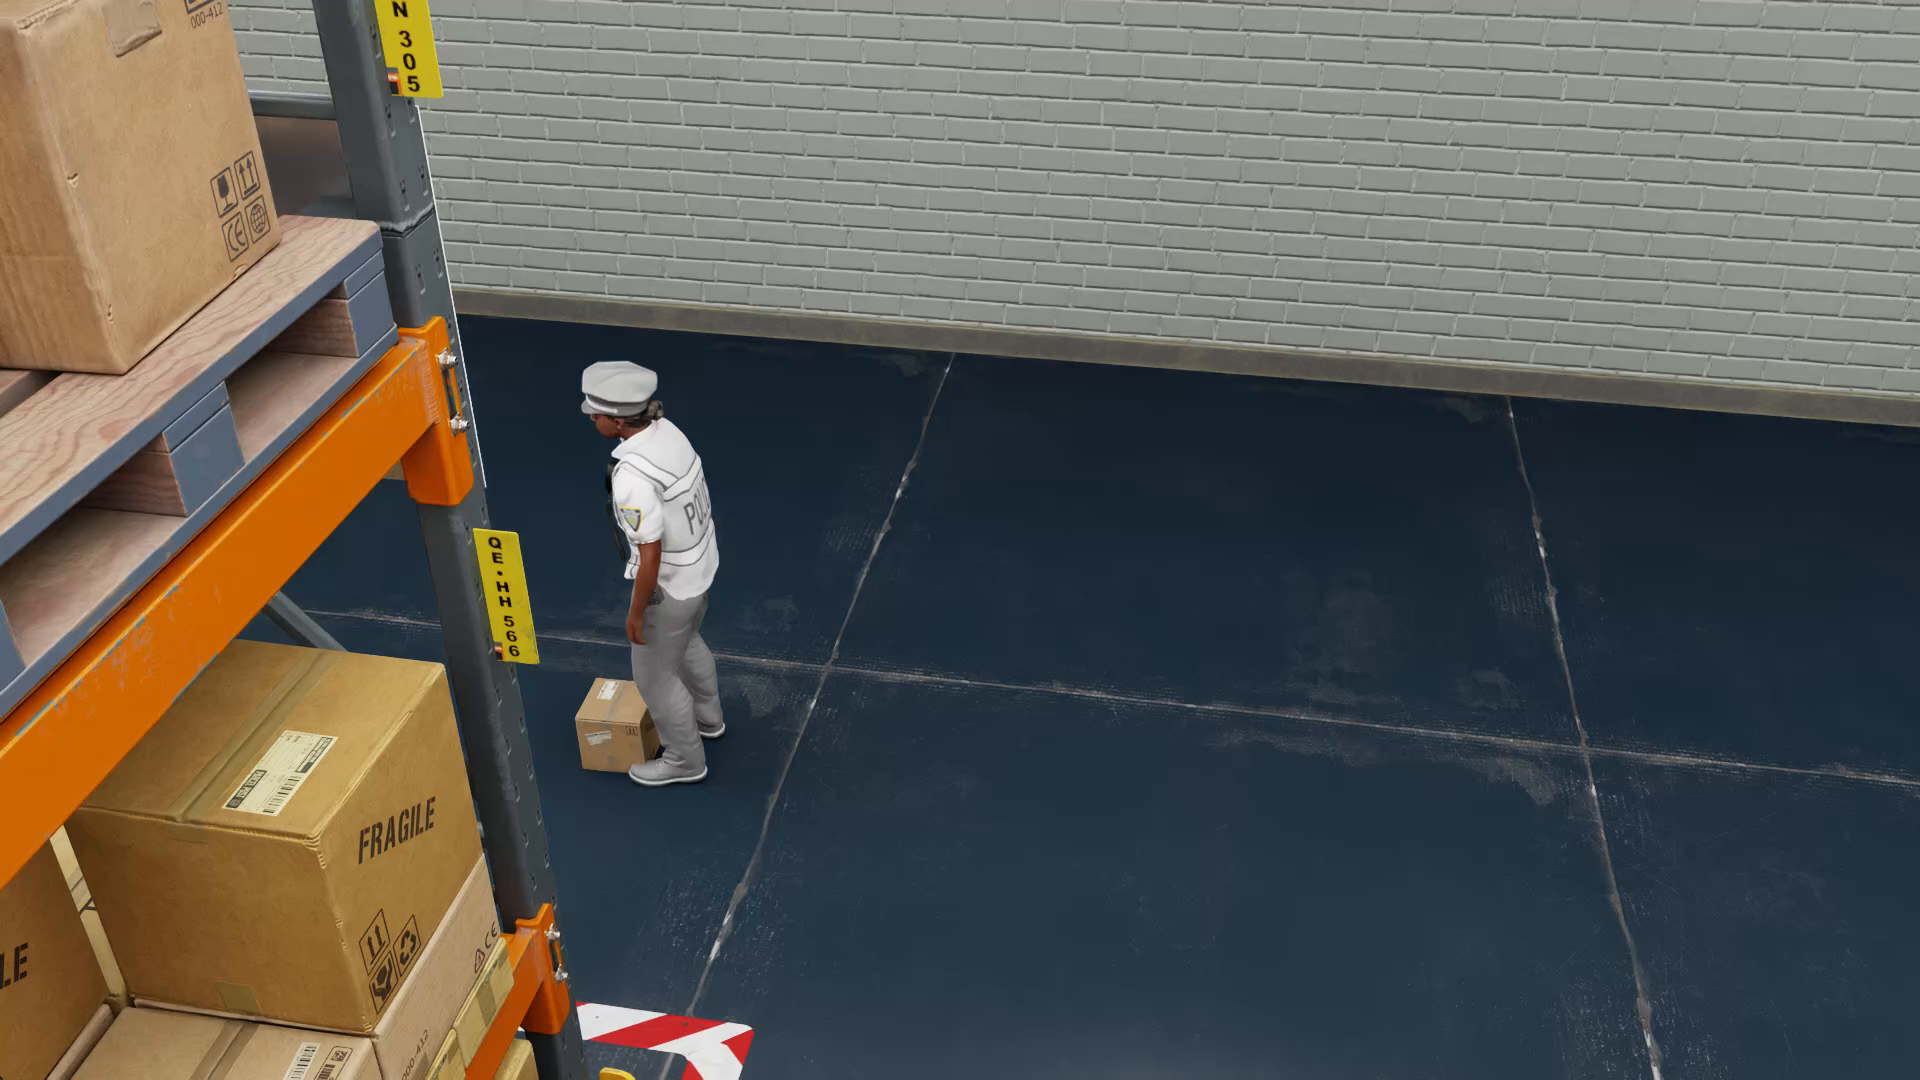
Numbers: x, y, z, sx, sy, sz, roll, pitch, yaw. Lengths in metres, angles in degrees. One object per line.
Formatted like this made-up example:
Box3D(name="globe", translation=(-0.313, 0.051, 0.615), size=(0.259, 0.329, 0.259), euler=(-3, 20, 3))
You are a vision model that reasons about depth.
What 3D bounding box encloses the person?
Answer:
Box3D(name="person", translation=(-1.061, 0.133, 5.927), size=(0.393, 1.662, 0.527), euler=(4, 33, 6))
